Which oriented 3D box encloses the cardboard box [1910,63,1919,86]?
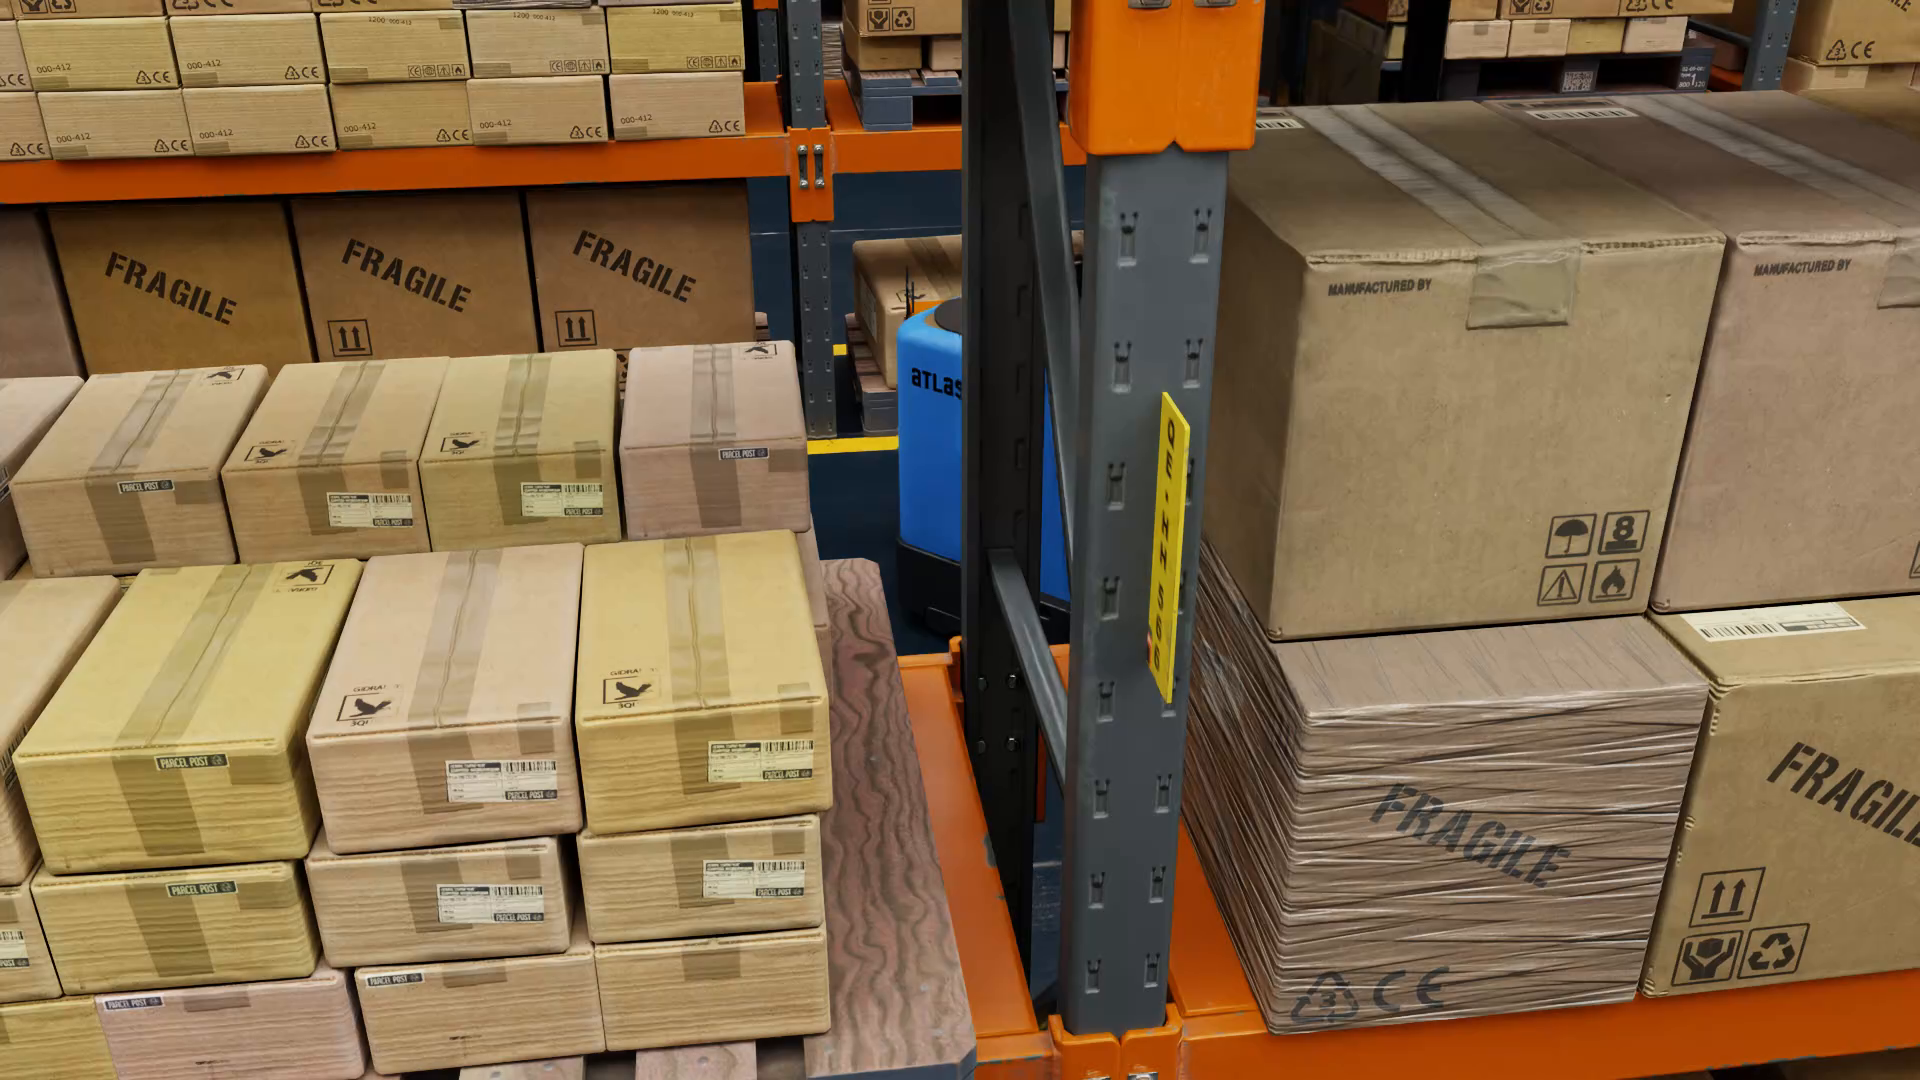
[{"bbox_3d":[4.163,-2.073,7.280,0.250,0.149,0.380,-4,27,-7],"label":"cardboard box"}]

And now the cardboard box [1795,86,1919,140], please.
[{"bbox_3d":[1.588,-0.334,2.410,0.500,0.500,0.700,-4,27,-8],"label":"cardboard box"}]

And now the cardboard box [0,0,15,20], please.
[{"bbox_3d":[-3.642,-2.163,5.975,0.500,0.500,0.500,-4,27,-7],"label":"cardboard box"}]

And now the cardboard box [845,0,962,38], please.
[{"bbox_3d":[-0.179,-2.273,6.499,0.500,0.500,0.500,-4,27,-9],"label":"cardboard box"}]

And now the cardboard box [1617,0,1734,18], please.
[{"bbox_3d":[2.879,-2.470,6.883,0.500,0.500,0.500,-4,27,-8],"label":"cardboard box"}]

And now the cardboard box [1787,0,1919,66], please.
[{"bbox_3d":[3.779,-2.318,7.047,0.500,0.500,0.500,-4,27,-7],"label":"cardboard box"}]

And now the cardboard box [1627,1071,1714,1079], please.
[{"bbox_3d":[0.749,1.062,2.899,0.750,0.750,1.050,-4,27,-8],"label":"cardboard box"}]

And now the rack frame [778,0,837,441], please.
[{"bbox_3d":[-0.656,-1.985,6.833,0.127,3.000,1.000,-4,27,-7],"label":"rack frame"}]

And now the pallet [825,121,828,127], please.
[{"bbox_3d":[-0.531,-3.023,11.910,1.213,0.211,1.003,-4,27,-7],"label":"pallet"}]

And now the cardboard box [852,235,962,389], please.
[{"bbox_3d":[-0.096,-1.034,7.399,0.625,0.372,0.950,-5,28,-11],"label":"cardboard box"}]

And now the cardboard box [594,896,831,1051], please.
[{"bbox_3d":[-0.291,0.410,1.980,0.250,0.149,0.380,-3,27,-6],"label":"cardboard box"}]

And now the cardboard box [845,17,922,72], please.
[{"bbox_3d":[-0.309,-1.997,6.671,0.250,0.149,0.380,-5,28,-10],"label":"cardboard box"}]

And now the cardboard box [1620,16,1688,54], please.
[{"bbox_3d":[2.834,-2.157,6.984,0.250,0.149,0.380,-3,27,-6],"label":"cardboard box"}]

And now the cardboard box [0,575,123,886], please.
[{"bbox_3d":[-1.060,0.195,1.748,0.250,0.149,0.380,-3,27,-6],"label":"cardboard box"}]

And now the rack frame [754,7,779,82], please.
[{"bbox_3d":[-1.352,-4.229,11.206,0.127,3.000,1.000,-4,27,-7],"label":"rack frame"}]

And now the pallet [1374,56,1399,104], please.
[{"bbox_3d":[1.298,-2.044,7.159,1.213,0.211,1.003,-4,27,-7],"label":"pallet"}]

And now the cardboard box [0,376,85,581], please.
[{"bbox_3d":[-1.391,-0.085,2.294,0.250,0.149,0.380,-2,27,-5],"label":"cardboard box"}]

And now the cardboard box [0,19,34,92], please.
[{"bbox_3d":[-3.630,-1.833,6.153,0.500,0.250,0.500,-3,27,-6],"label":"cardboard box"}]

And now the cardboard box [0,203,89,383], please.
[{"bbox_3d":[-4.015,-1.048,6.874,0.875,0.875,0.875,-3,27,-6],"label":"cardboard box"}]

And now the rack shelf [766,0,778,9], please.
[{"bbox_3d":[0.629,-4.036,11.618,4.000,0.370,1.077,-4,27,-7],"label":"rack shelf"}]

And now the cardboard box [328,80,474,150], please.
[{"bbox_3d":[-2.126,-1.705,6.451,0.500,0.250,0.500,-4,27,-8],"label":"cardboard box"}]

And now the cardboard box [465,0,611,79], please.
[{"bbox_3d":[-1.608,-1.961,6.403,0.500,0.250,0.500,-4,27,-8],"label":"cardboard box"}]

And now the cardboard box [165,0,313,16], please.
[{"bbox_3d":[-2.634,-2.230,6.105,0.500,0.500,0.500,-4,27,-8],"label":"cardboard box"}]

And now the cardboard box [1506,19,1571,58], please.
[{"bbox_3d":[2.320,-2.116,6.903,0.250,0.149,0.380,-4,27,-8],"label":"cardboard box"}]

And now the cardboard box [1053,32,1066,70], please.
[{"bbox_3d":[0.253,-1.996,6.670,0.250,0.149,0.380,-5,28,-10],"label":"cardboard box"}]

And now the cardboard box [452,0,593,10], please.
[{"bbox_3d":[-1.639,-2.287,6.217,0.500,0.500,0.500,-3,27,-6],"label":"cardboard box"}]

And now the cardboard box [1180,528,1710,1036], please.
[{"bbox_3d":[0.615,0.295,2.280,0.500,0.500,0.500,-3,27,-7],"label":"cardboard box"}]

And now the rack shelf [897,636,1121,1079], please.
[{"bbox_3d":[-1.847,0.693,2.401,4.000,0.370,1.077,-4,27,-7],"label":"rack shelf"}]

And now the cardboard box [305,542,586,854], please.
[{"bbox_3d":[-0.537,0.160,1.817,0.250,0.149,0.380,-4,27,-8],"label":"cardboard box"}]

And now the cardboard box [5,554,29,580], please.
[{"bbox_3d":[-1.402,0.047,2.362,0.250,0.149,0.380,-4,27,-7],"label":"cardboard box"}]

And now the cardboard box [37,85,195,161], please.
[{"bbox_3d":[-3.123,-1.632,6.309,0.500,0.250,0.500,-4,27,-8],"label":"cardboard box"}]

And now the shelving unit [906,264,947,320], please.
[{"bbox_3d":[-0.053,-0.464,6.004,0.252,1.050,0.215,-4,27,-7],"label":"shelving unit"}]

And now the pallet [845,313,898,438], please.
[{"bbox_3d":[0.118,-0.794,7.566,1.213,0.211,1.003,-4,27,-7],"label":"pallet"}]

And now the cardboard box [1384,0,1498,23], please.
[{"bbox_3d":[1.876,-2.408,6.762,0.500,0.500,0.500,-3,27,-5],"label":"cardboard box"}]

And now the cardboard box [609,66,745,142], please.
[{"bbox_3d":[-1.121,-1.769,6.576,0.500,0.250,0.500,-5,28,-9],"label":"cardboard box"}]

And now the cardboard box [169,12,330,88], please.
[{"bbox_3d":[-2.626,-1.886,6.257,0.500,0.250,0.500,-4,28,-9],"label":"cardboard box"}]

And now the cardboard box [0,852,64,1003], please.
[{"bbox_3d":[-1.065,0.327,1.816,0.250,0.149,0.380,-4,27,-7],"label":"cardboard box"}]

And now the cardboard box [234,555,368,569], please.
[{"bbox_3d":[-0.905,0.015,2.424,0.250,0.149,0.380,-5,28,-9],"label":"cardboard box"}]

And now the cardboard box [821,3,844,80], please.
[{"bbox_3d":[-0.732,-3.393,11.718,0.625,0.625,0.875,-3,27,-5],"label":"cardboard box"}]

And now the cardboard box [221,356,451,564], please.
[{"bbox_3d":[-0.861,-0.120,2.362,0.250,0.149,0.380,-4,27,-7],"label":"cardboard box"}]

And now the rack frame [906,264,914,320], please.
[{"bbox_3d":[-0.174,-0.456,5.989,0.008,1.050,0.200,-4,27,-7],"label":"rack frame"}]

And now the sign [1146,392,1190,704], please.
[{"bbox_3d":[0.218,0.011,1.762,0.005,0.325,0.100,-4,27,-7],"label":"sign"}]

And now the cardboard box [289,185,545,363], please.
[{"bbox_3d":[-2.236,-1.166,7.103,0.875,0.875,0.875,-3,27,-6],"label":"cardboard box"}]

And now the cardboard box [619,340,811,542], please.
[{"bbox_3d":[-0.356,-0.152,2.423,0.250,0.149,0.380,-4,27,-7],"label":"cardboard box"}]

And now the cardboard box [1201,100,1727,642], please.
[{"bbox_3d":[0.579,-0.267,2.281,0.500,0.500,0.700,-4,27,-7],"label":"cardboard box"}]

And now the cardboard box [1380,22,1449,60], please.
[{"bbox_3d":[1.821,-2.099,6.870,0.250,0.149,0.380,-4,27,-7],"label":"cardboard box"}]

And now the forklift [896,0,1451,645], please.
[{"bbox_3d":[1.264,-0.806,4.611,3.031,2.935,1.130,19,33,33],"label":"forklift"}]

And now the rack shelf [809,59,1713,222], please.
[{"bbox_3d":[1.324,-1.792,7.246,4.000,0.370,1.077,-4,27,-7],"label":"rack shelf"}]

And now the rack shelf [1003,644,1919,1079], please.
[{"bbox_3d":[2.114,0.439,2.897,4.000,0.370,1.077,-4,27,-7],"label":"rack shelf"}]

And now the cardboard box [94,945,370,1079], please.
[{"bbox_3d":[-0.792,0.442,1.919,0.250,0.149,0.380,-3,27,-6],"label":"cardboard box"}]

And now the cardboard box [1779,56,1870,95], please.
[{"bbox_3d":[3.661,-2.003,7.143,0.250,0.149,0.380,-4,27,-7],"label":"cardboard box"}]

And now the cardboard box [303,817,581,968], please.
[{"bbox_3d":[-0.557,0.294,1.881,0.250,0.149,0.380,-3,27,-5],"label":"cardboard box"}]
